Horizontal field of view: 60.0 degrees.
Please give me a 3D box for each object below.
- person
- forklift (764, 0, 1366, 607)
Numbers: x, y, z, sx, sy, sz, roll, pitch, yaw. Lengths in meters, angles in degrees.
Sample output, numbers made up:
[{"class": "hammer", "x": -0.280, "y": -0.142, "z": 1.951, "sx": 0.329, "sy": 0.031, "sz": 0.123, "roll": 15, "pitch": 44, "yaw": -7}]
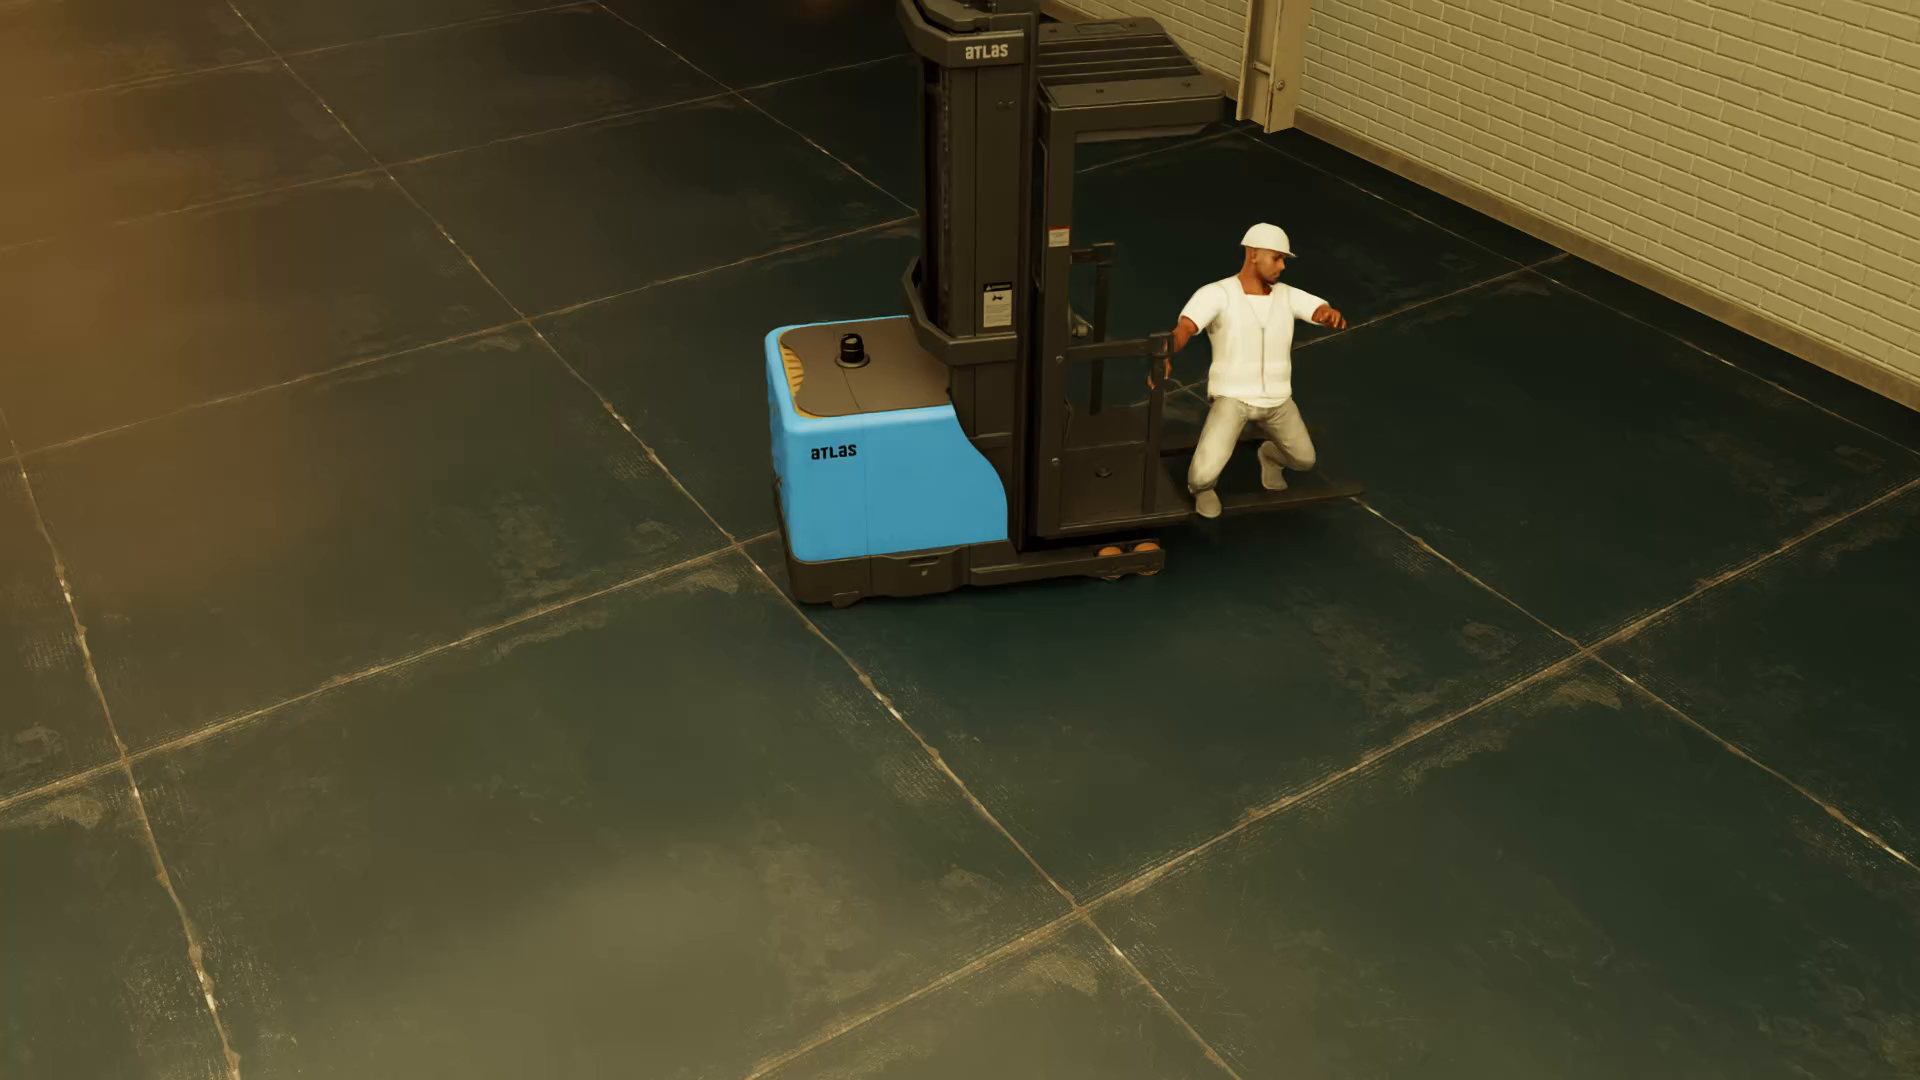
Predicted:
[{"class": "person", "x": 1.350, "y": -0.695, "z": 8.235, "sx": 1.065, "sy": 1.502, "sz": 0.834, "roll": -12, "pitch": 37, "yaw": -16}, {"class": "forklift", "x": 0.574, "y": -1.289, "z": 7.983, "sx": 3.031, "sy": 2.935, "sz": 1.130, "roll": -7, "pitch": 36, "yaw": -9}]
